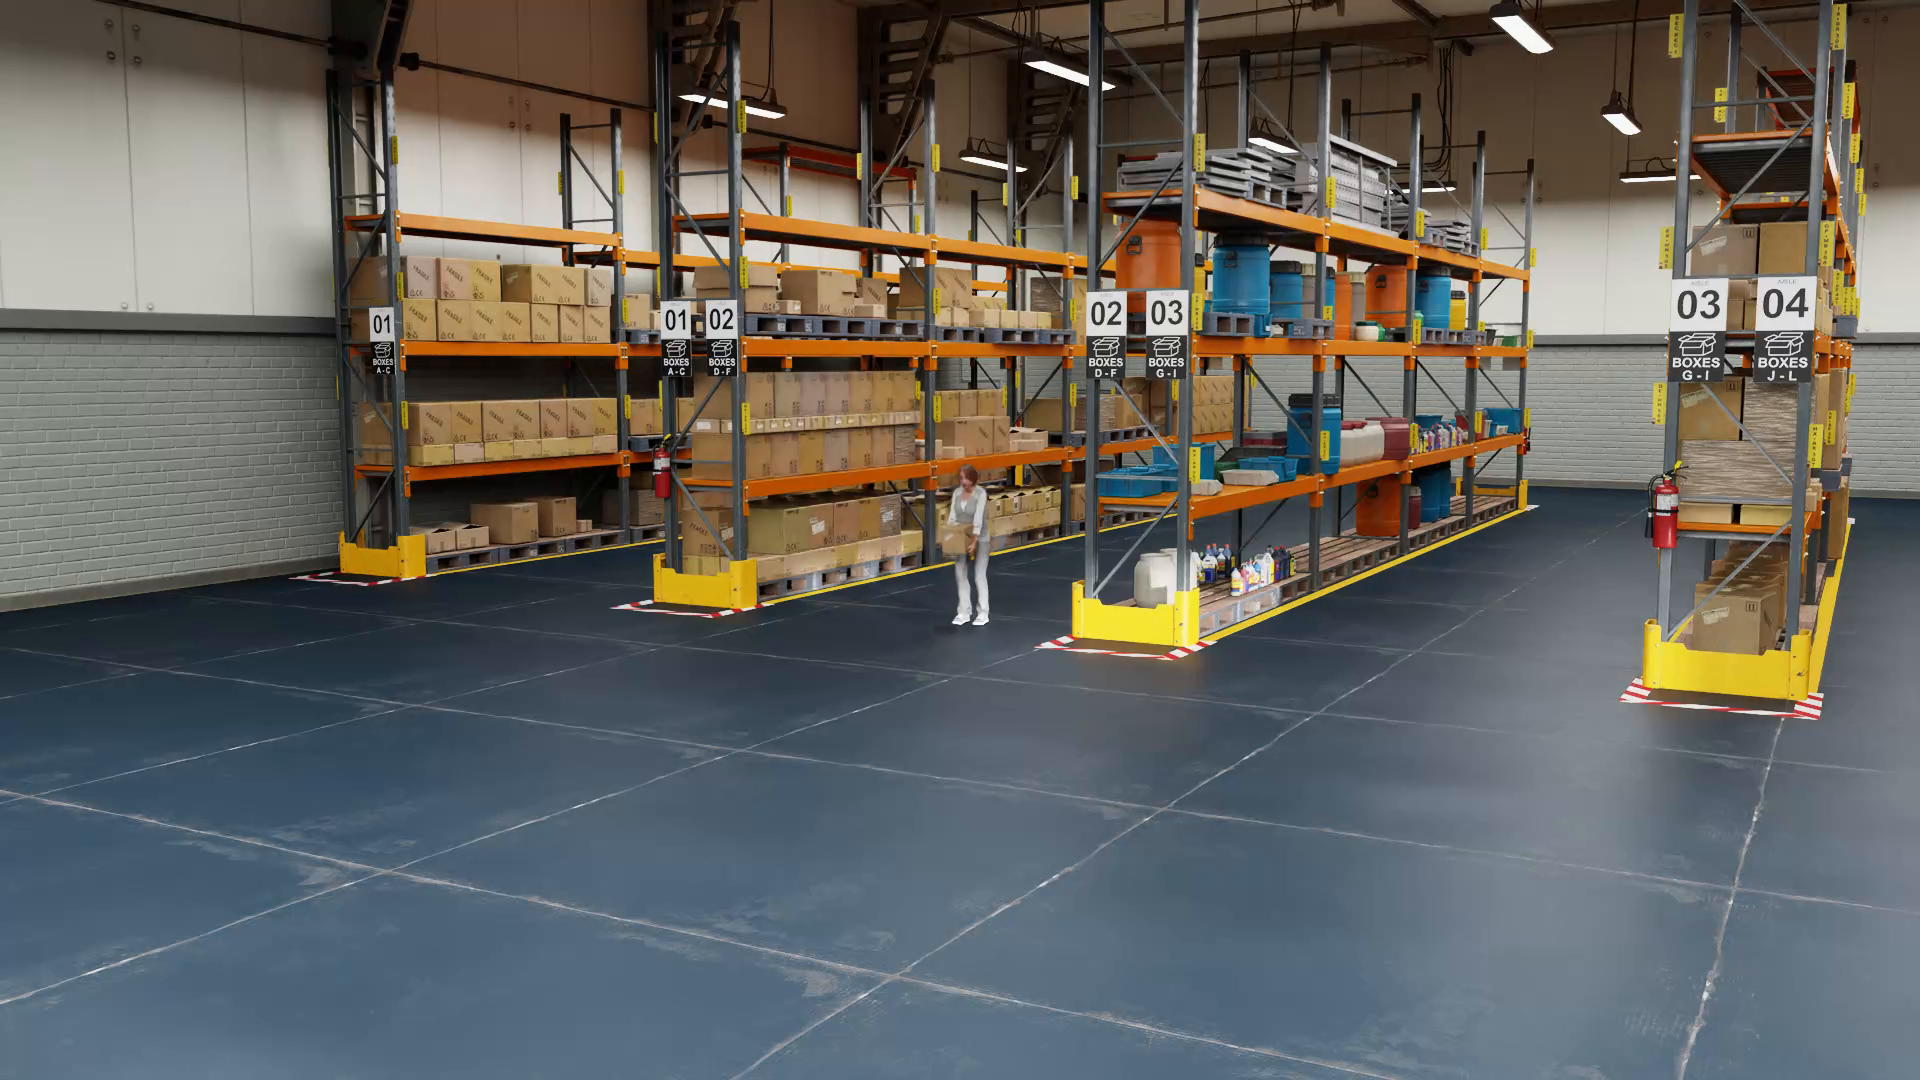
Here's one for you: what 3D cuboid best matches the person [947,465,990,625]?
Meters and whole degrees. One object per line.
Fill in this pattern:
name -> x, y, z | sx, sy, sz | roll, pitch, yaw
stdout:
person -> 0.085, 0.048, 16.238 | 0.372, 1.578, 0.521 | 3, 7, 27
